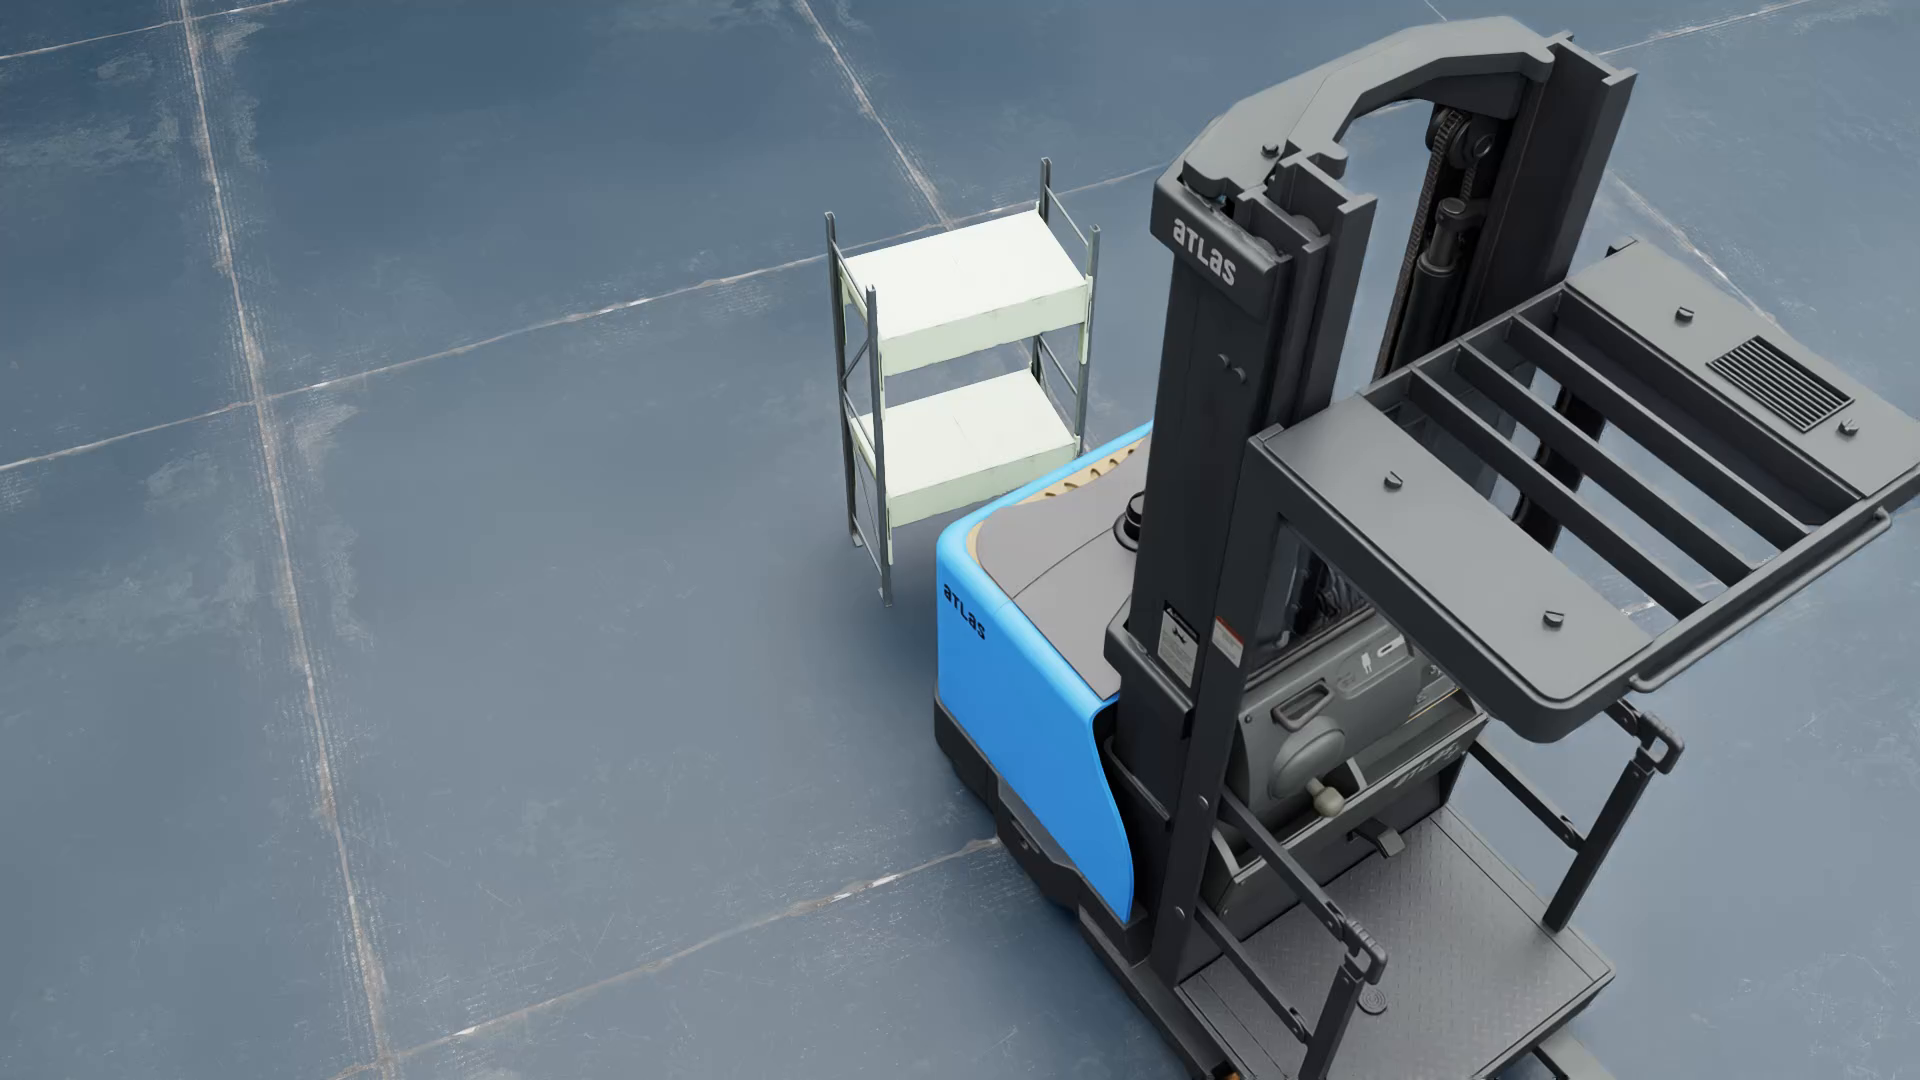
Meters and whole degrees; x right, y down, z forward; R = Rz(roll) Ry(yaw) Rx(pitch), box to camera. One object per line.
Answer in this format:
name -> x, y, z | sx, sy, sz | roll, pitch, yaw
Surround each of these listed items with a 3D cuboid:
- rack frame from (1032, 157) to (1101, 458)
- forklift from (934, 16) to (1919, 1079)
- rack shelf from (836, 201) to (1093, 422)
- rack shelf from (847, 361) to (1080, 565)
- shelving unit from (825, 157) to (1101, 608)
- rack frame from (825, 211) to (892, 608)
rack frame -> 0.345, -0.596, 5.773 | 0.023, 1.500, 0.400 | -17, 52, -14
forklift -> 1.161, 0.438, 3.942 | 1.130, 2.935, 3.031 | -27, 55, -22
rack shelf -> 0.006, -0.745, 5.387 | 0.720, 0.370, 0.431 | -17, 52, -14
rack shelf -> 0.006, -0.278, 5.930 | 0.720, 0.370, 0.431 | -17, 52, -14
shelving unit -> 0.006, -0.491, 5.683 | 0.755, 1.500, 0.431 | -17, 52, -14
rack frame -> -0.333, -0.386, 5.593 | 0.023, 1.500, 0.400 | -17, 52, -14
